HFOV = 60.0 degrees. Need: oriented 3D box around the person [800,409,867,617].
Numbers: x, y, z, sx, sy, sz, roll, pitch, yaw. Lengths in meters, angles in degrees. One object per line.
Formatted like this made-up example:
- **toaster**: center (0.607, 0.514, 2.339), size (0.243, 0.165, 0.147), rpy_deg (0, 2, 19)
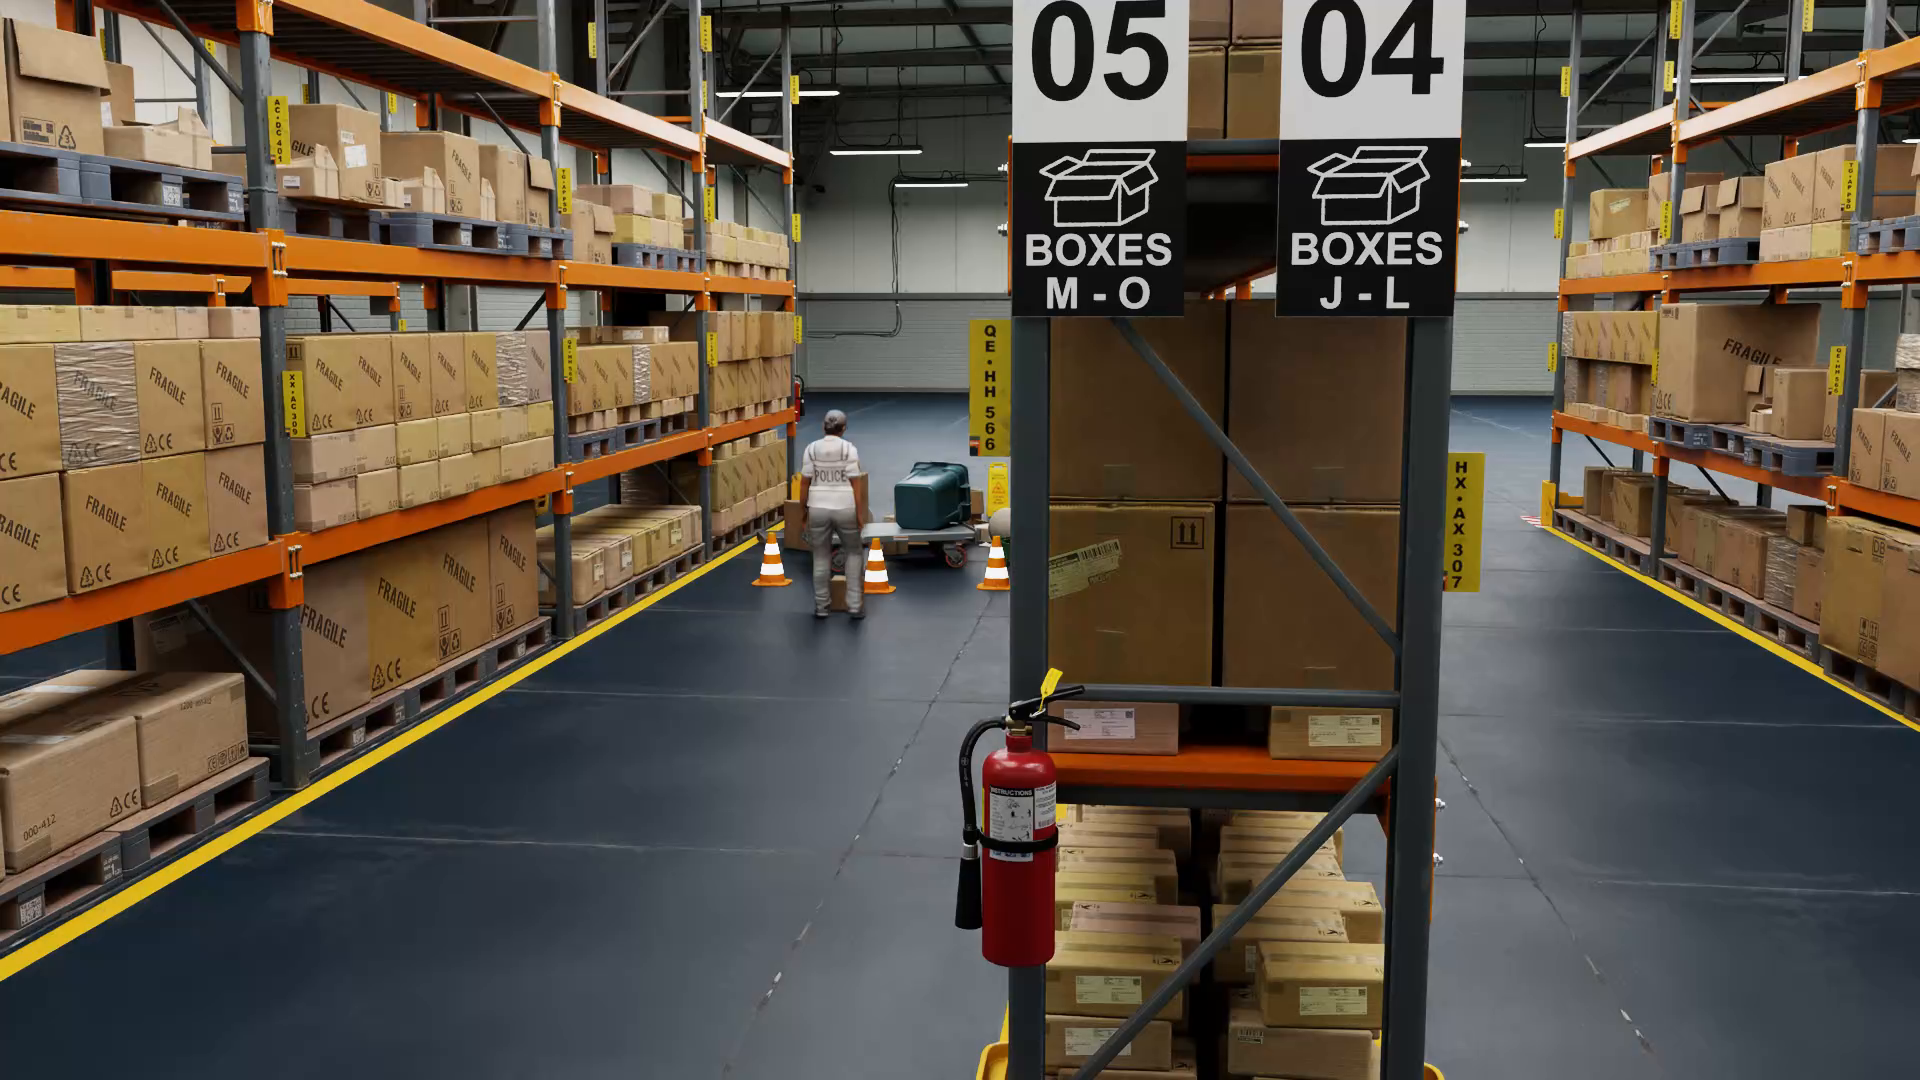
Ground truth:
- **person**: center (-1.019, -0.190, 13.244), size (0.534, 1.701, 0.395), rpy_deg (1, 8, 8)
